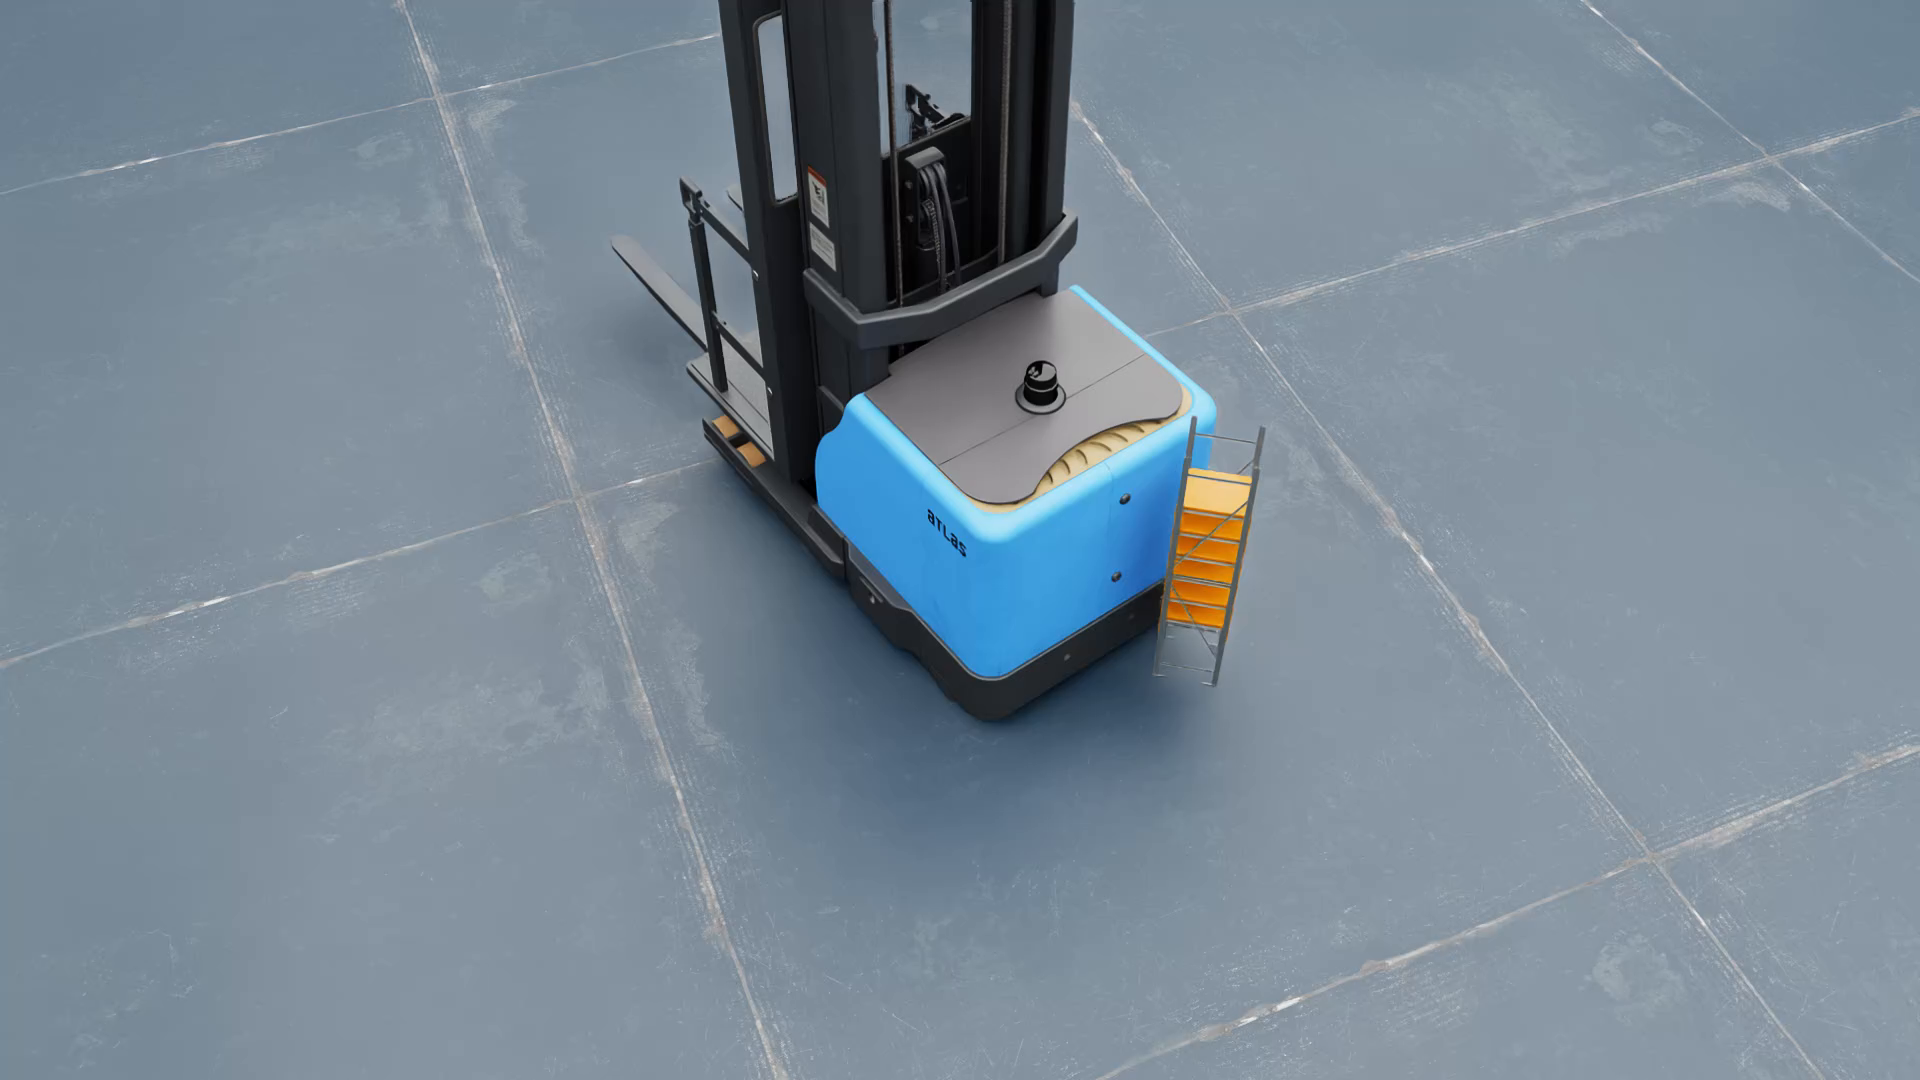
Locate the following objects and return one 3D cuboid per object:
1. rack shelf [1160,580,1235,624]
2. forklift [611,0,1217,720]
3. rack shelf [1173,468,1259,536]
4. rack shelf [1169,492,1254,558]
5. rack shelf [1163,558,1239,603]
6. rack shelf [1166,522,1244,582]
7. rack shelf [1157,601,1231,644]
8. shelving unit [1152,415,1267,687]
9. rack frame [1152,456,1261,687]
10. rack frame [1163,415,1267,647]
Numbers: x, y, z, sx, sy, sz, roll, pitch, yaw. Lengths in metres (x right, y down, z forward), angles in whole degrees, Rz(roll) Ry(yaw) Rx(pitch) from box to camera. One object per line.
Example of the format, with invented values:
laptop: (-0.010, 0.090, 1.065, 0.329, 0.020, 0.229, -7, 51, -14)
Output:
rack shelf: (0.846, 0.174, 5.865, 0.258, 0.103, 0.180, 9, 51, 8)
forklift: (-0.398, -1.391, 5.854, 1.130, 2.935, 3.031, -29, 55, -23)
rack shelf: (0.844, -0.132, 5.494, 0.258, 0.103, 0.180, 9, 51, 8)
rack shelf: (0.845, -0.055, 5.587, 0.258, 0.103, 0.180, 9, 51, 8)
rack shelf: (0.846, 0.097, 5.772, 0.258, 0.103, 0.180, 9, 51, 8)
rack shelf: (0.845, 0.021, 5.680, 0.258, 0.103, 0.180, 9, 51, 8)
rack shelf: (0.847, 0.250, 5.957, 0.258, 0.103, 0.180, 9, 51, 8)
shelving unit: (0.845, 0.069, 5.738, 0.258, 1.200, 0.189, 9, 51, 8)
rack frame: (0.826, 0.138, 5.681, 0.240, 1.200, 0.006, 9, 51, 8)
rack frame: (0.865, 0.000, 5.795, 0.240, 1.200, 0.006, 9, 51, 8)
